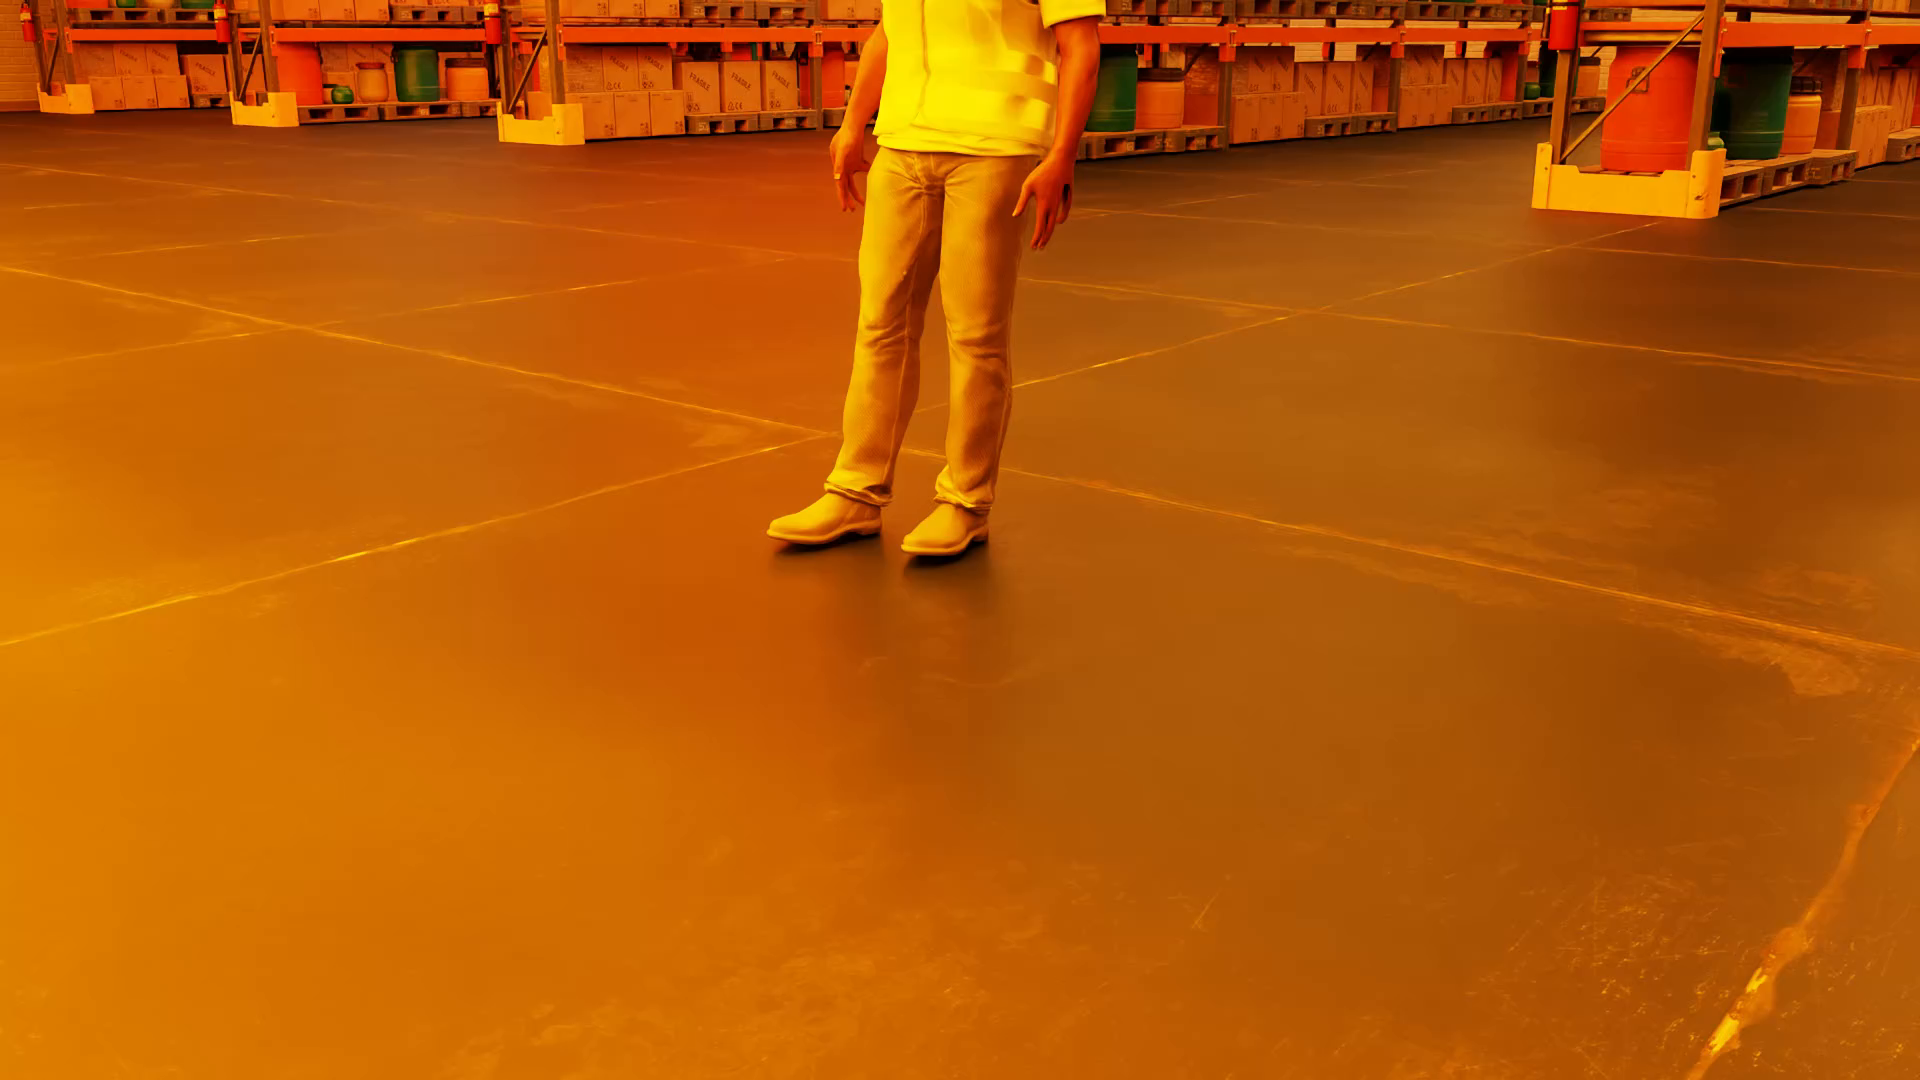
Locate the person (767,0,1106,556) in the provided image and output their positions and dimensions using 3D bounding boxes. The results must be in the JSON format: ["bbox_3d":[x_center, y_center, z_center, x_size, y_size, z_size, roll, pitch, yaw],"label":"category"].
[{"bbox_3d":[-0.049,-0.838,3.635,0.665,1.768,0.575,13,21,37],"label":"person"}]
